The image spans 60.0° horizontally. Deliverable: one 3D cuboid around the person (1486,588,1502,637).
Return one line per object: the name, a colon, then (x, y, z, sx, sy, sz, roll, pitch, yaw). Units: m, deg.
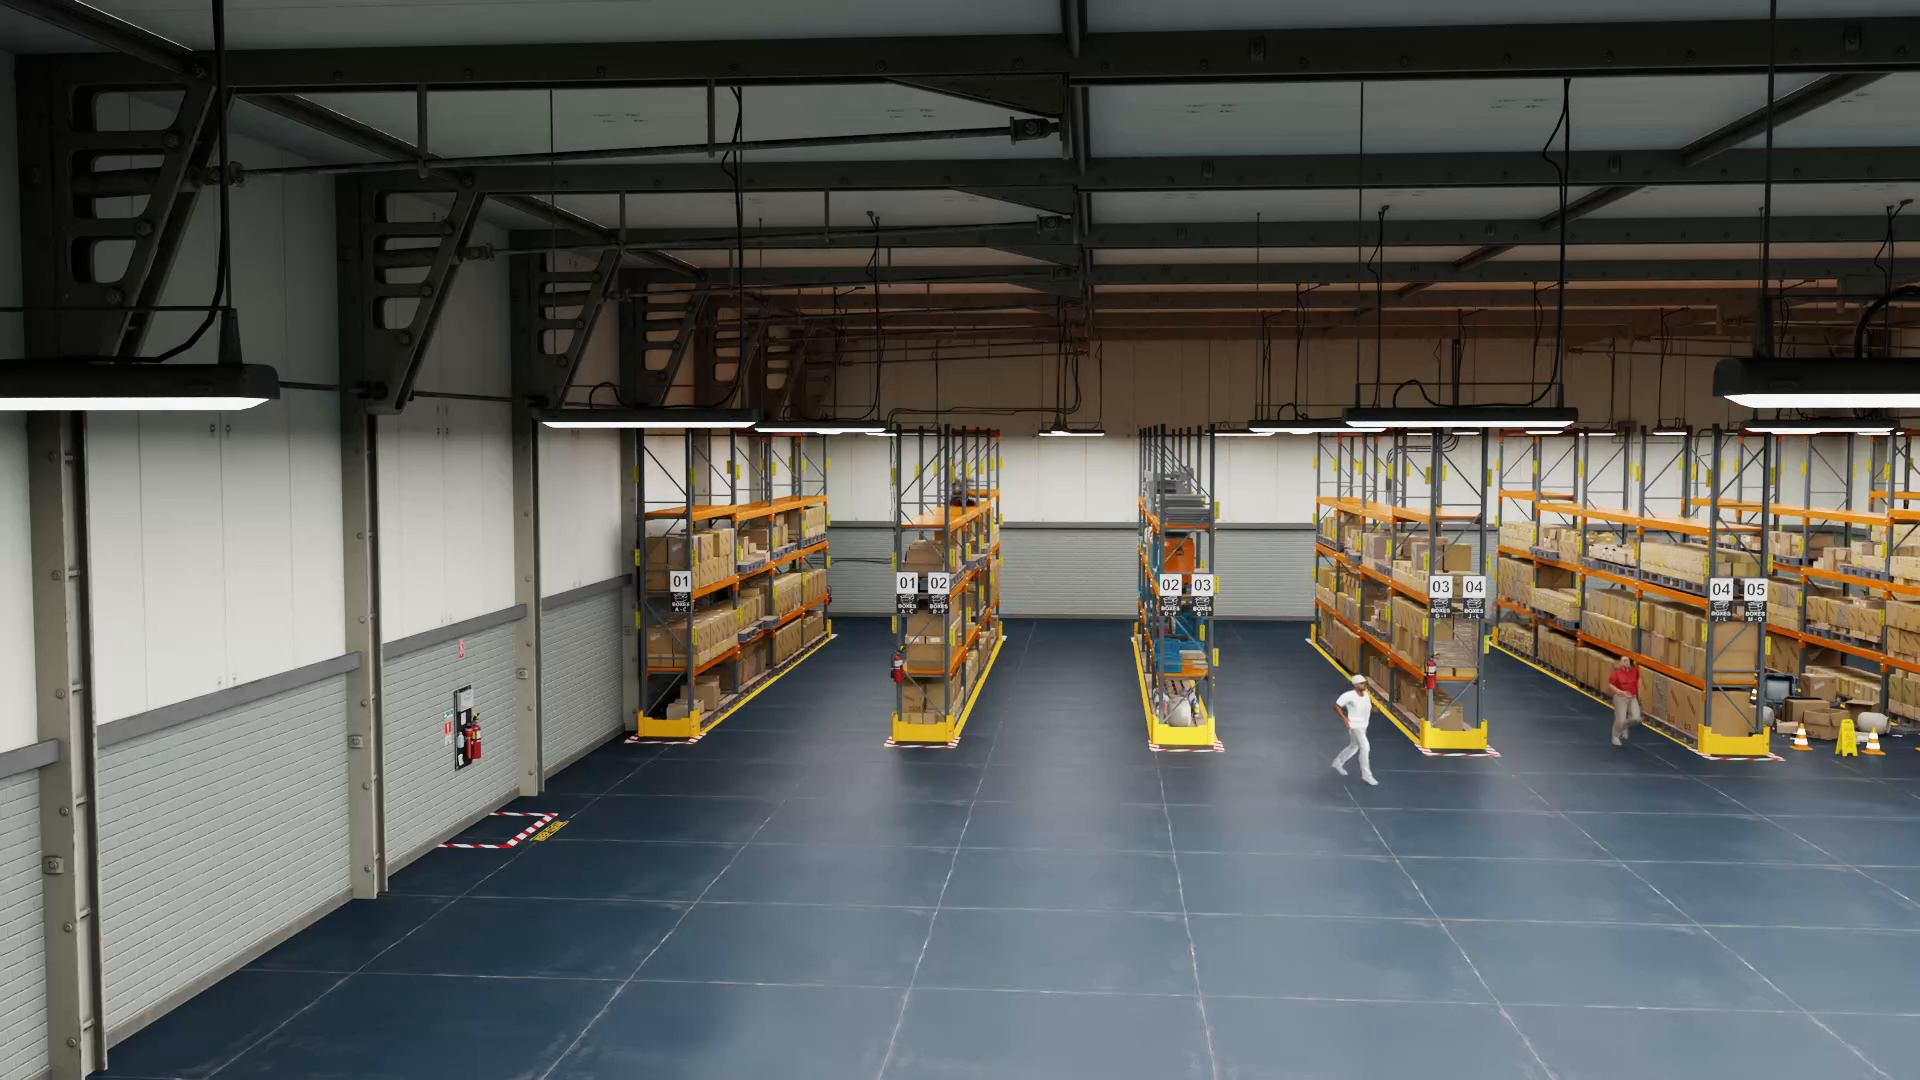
person: (15.297, 2.085, 47.544, 0.641, 1.533, 0.639, 1, 4, 19)

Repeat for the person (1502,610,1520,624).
person: (15.765, 2.017, 47.425, 0.545, 1.684, 0.573, 0, 3, 6)

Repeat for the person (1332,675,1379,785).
person: (6.652, 3.140, 27.841, 0.902, 1.798, 0.675, 3, 5, 42)

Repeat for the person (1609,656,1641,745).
person: (12.437, 2.996, 31.011, 0.688, 1.688, 0.718, 0, 3, -1)
